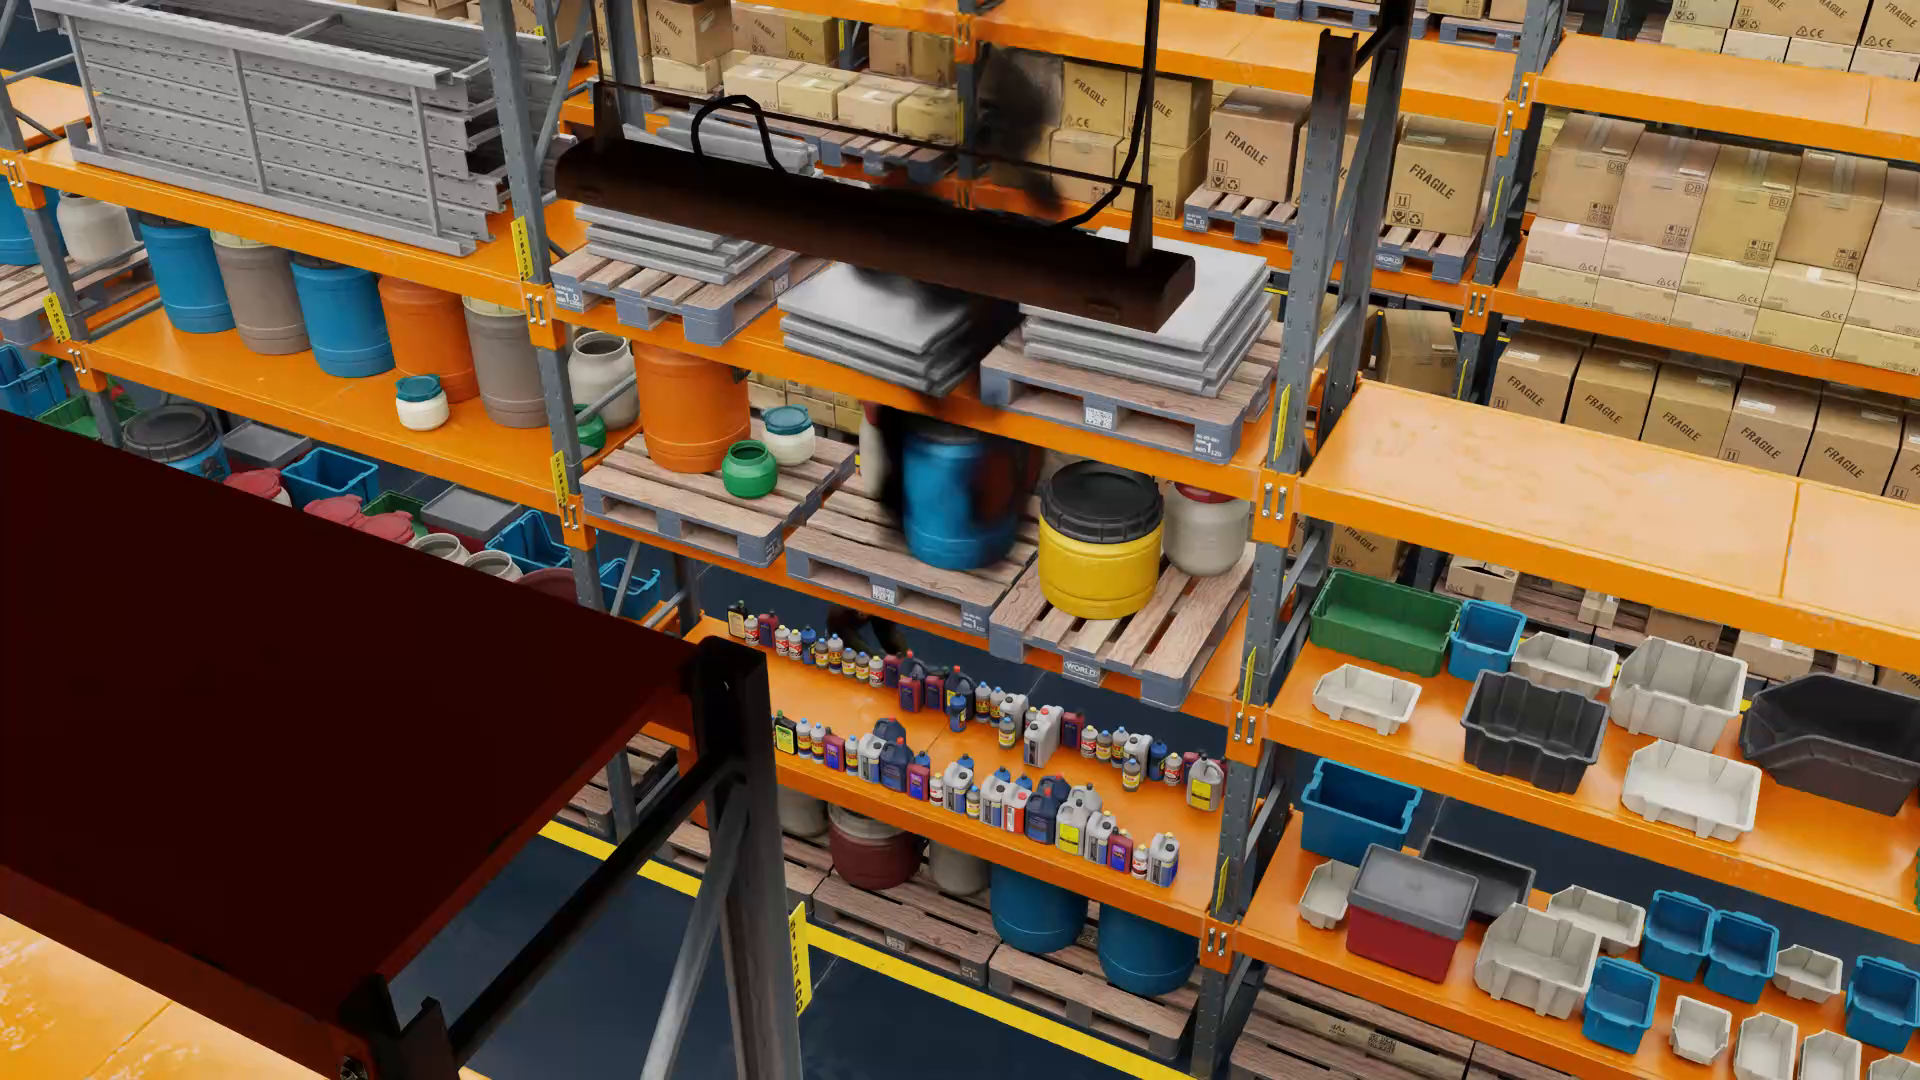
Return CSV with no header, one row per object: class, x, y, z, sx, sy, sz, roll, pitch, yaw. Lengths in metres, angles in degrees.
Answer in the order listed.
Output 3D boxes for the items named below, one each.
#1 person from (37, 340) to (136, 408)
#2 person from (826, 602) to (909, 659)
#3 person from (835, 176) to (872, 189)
person,-7.889,-1.763,14.856,0.825,1.822,0.631,7,36,10
person,-0.654,0.364,11.821,0.837,1.771,0.672,13,37,18
person,-1.004,-3.328,17.143,0.786,1.745,0.694,9,36,12
